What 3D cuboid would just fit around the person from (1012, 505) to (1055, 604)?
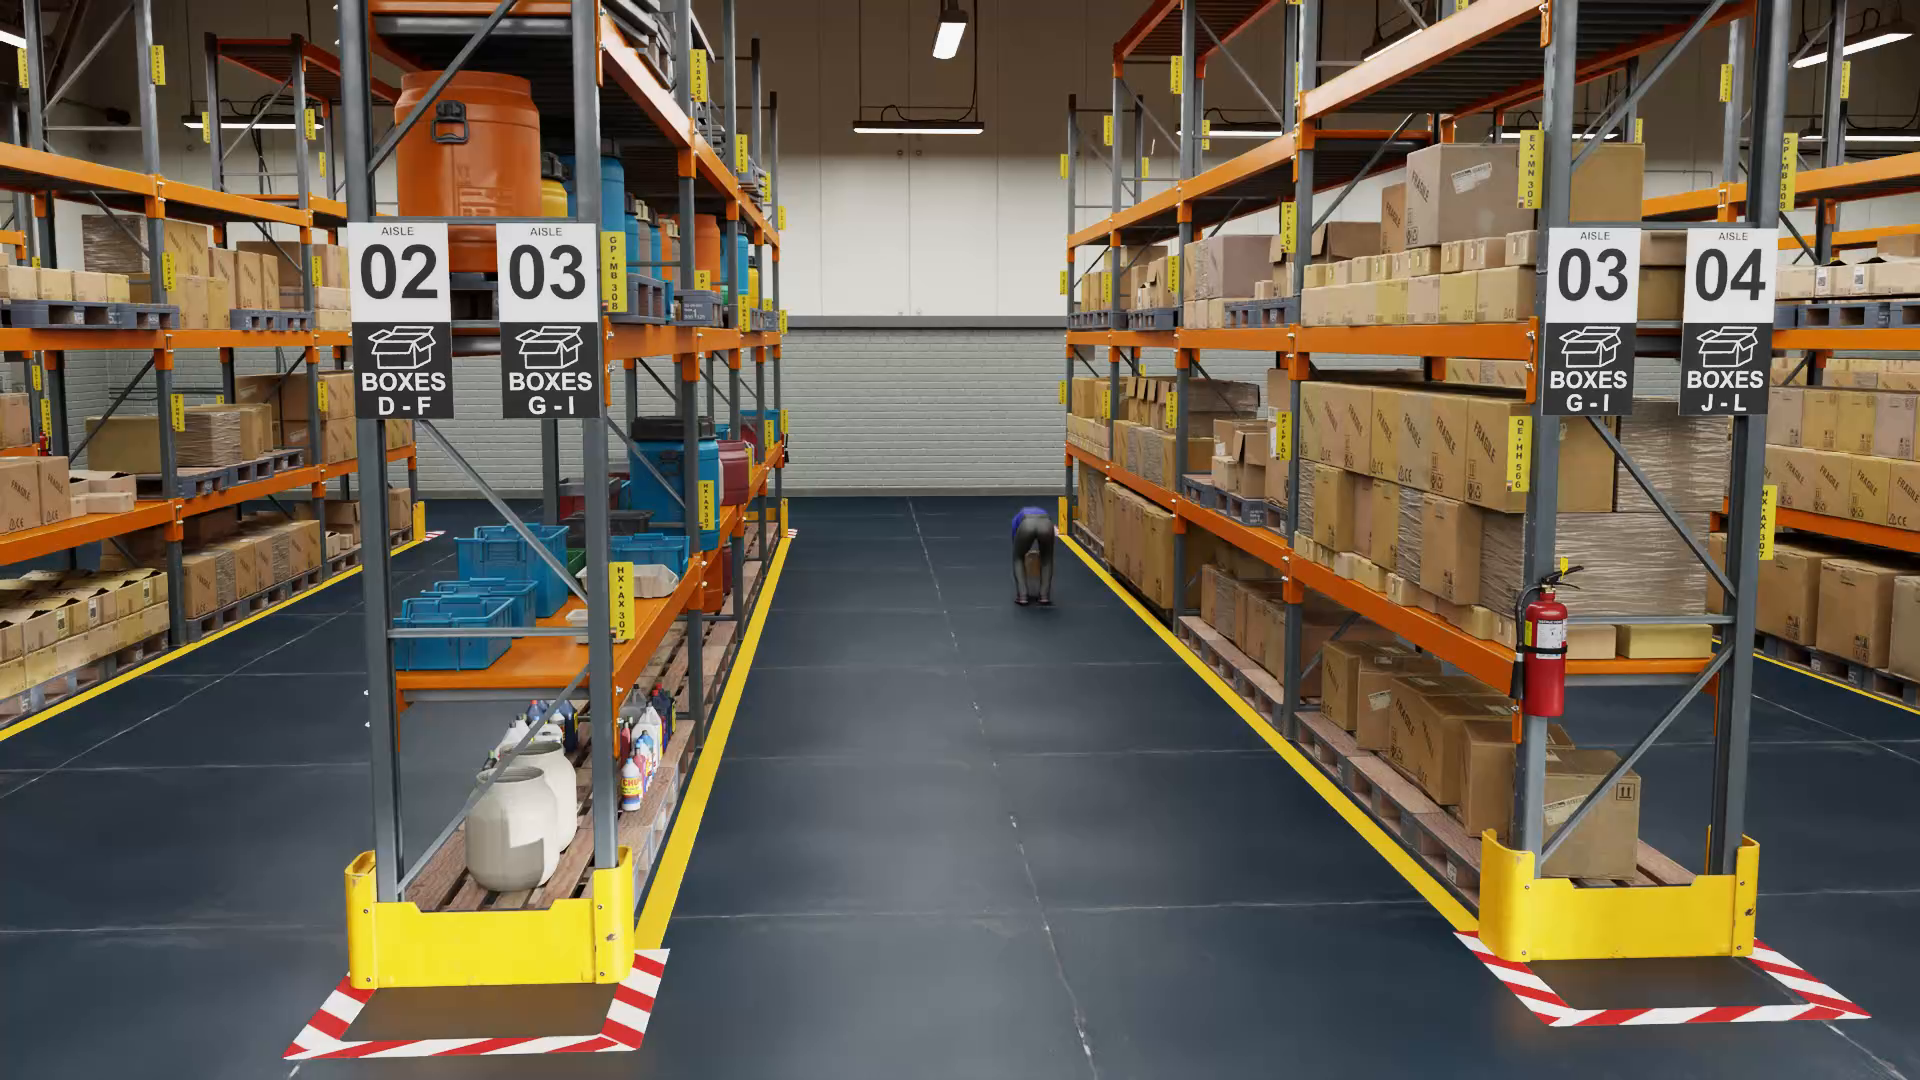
[{"bbox_3d":[0.745,0.141,17.381,0.432,0.991,0.878,-1,7,-6],"label":"person"}]
